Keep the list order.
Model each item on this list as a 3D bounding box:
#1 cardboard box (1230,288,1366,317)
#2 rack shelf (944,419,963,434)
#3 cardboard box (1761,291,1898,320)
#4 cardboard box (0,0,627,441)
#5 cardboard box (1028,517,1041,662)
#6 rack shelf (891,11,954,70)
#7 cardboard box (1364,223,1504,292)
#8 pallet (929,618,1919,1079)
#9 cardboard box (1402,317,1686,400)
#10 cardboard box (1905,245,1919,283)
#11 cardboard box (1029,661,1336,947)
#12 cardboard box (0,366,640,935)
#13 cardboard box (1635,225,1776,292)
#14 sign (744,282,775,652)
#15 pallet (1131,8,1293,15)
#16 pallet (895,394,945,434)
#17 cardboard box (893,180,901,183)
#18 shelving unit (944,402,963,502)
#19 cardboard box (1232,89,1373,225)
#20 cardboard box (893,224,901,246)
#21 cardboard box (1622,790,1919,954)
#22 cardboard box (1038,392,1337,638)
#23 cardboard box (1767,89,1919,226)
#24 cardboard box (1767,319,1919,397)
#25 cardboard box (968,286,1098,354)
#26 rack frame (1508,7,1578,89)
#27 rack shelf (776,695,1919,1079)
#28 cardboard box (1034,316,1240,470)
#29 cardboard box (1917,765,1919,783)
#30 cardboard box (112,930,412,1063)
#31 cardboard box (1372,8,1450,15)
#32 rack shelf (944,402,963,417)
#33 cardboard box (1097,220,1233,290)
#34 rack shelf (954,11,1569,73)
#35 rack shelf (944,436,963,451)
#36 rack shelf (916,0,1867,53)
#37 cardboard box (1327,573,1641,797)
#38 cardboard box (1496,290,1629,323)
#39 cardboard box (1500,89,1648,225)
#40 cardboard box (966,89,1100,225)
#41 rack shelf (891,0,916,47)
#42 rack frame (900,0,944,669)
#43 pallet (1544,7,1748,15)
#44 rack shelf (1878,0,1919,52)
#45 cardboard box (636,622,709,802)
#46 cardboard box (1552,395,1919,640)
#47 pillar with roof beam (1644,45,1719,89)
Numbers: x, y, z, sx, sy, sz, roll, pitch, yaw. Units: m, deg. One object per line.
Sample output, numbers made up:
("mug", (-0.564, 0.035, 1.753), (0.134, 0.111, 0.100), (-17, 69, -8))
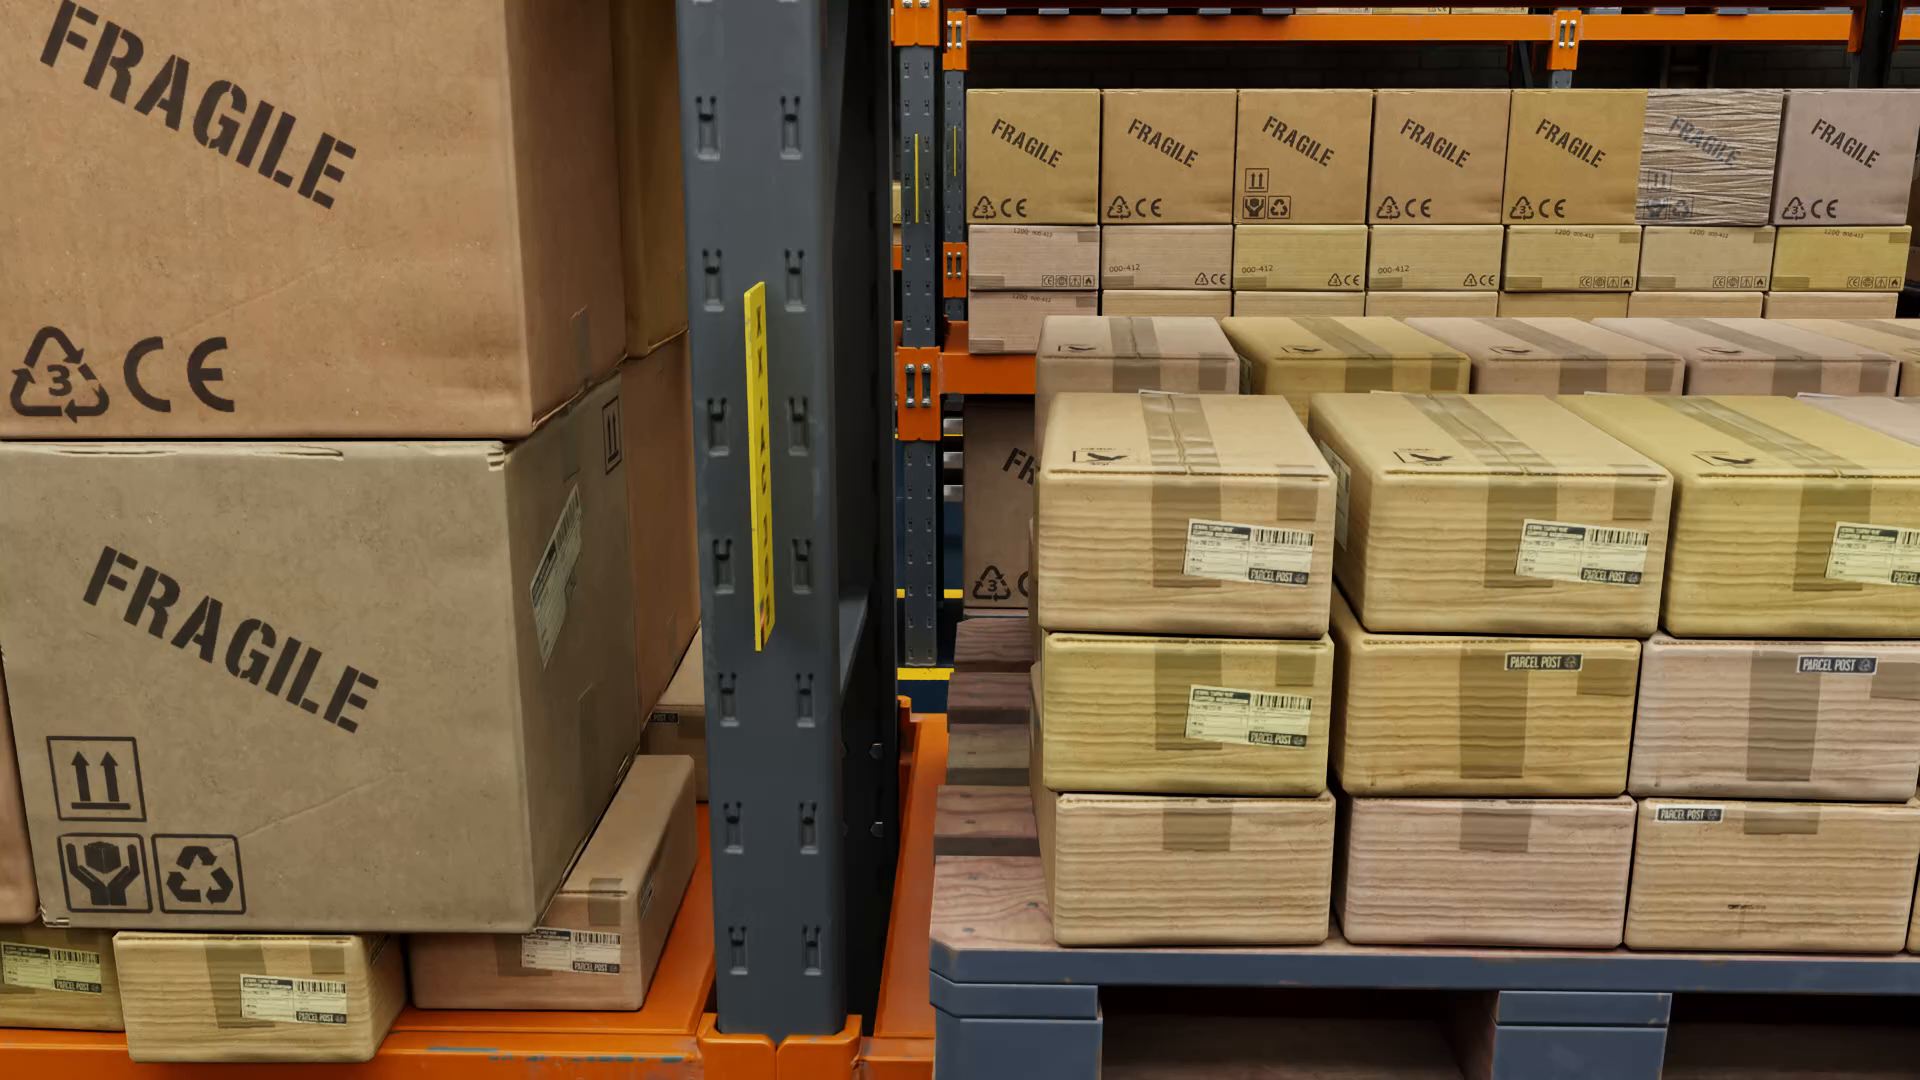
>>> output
("cardboard box", (1.312, -0.897, 6.653), (0.500, 0.250, 0.500), (0, 15, 1))
("rack shelf", (-0.008, -0.577, 8.688), (0.200, 0.077, 0.258), (0, 15, 1))
("cardboard box", (3.336, -0.888, 6.621), (0.500, 0.250, 0.500), (0, 15, -1))
("cardboard box", (-0.652, -0.396, 1.724), (0.500, 0.500, 0.500), (0, 15, -1))
("cardboard box", (0.227, 0.084, 2.312), (0.250, 0.149, 0.380), (0, 15, 0))
("rack shelf", (-2.026, -3.431, 11.495), (4.000, 0.370, 1.077), (0, 15, 1))
("cardboard box", (1.814, -1.135, 6.576), (0.500, 0.250, 0.500), (0, 15, 0))
("pallet", (0.585, 0.348, 2.017), (1.213, 0.211, 1.003), (0, 15, 1))
("cardboard box", (0.758, -0.199, 2.219), (0.250, 0.149, 0.380), (0, 15, 0))
("cardboard box", (4.182, -1.163, 7.038), (0.250, 0.149, 0.380), (1, 15, 3))
("cardboard box", (0.207, 0.252, 1.676), (0.250, 0.149, 0.380), (0, 15, -1))
("cardboard box", (-0.666, 0.090, 1.840), (0.500, 0.500, 0.500), (0, 15, 2))
("cardboard box", (2.845, -1.134, 6.571), (0.500, 0.250, 0.500), (0, 15, 0))
("sign", (-0.182, -0.067, 1.517), (0.005, 0.325, 0.100), (0, 15, 1))
("pallet", (1.660, -3.647, 11.272), (1.003, 0.211, 1.213), (0, 15, 1))
("pallet", (-0.714, -0.972, 12.111), (1.213, 0.211, 1.003), (0, 15, 1))
("cardboard box", (-0.515, -2.459, 11.991), (0.500, 0.250, 0.500), (0, 15, 1))
("shelving unit", (-0.008, -0.435, 8.725), (0.210, 0.900, 0.258), (0, 15, 1))
("cardboard box", (1.293, -1.505, 6.509), (0.500, 0.500, 0.500), (0, 15, 0))
("cardboard box", (-0.352, -2.132, 11.533), (0.250, 0.149, 0.380), (1, 15, 2))
("cardboard box", (0.734, 0.254, 1.665), (0.250, 0.149, 0.380), (0, 15, 2))
("cardboard box", (0.207, -0.036, 1.600), (0.250, 0.149, 0.380), (1, 15, 4))
("cardboard box", (3.325, -1.492, 6.460), (0.500, 0.500, 0.500), (0, 15, 0))
("cardboard box", (1.266, -0.195, 2.203), (0.250, 0.149, 0.380), (0, 15, 0))
("cardboard box", (0.283, -0.907, 6.692), (0.500, 0.250, 0.500), (0, 15, 0))
("rack frame", (3.972, -2.290, 11.638), (0.127, 3.000, 1.000), (0, 15, 1))
("rack shelf", (1.824, 0.574, 2.194), (4.000, 0.370, 1.077), (0, 15, 1))
("cardboard box", (0.231, -0.203, 2.233), (0.250, 0.149, 0.380), (1, 15, 4))
("cardboard box", (0.984, 0.112, 1.622), (0.250, 0.149, 0.380), (0, 15, -1))
("cardboard box", (-0.727, 0.419, 1.866), (0.250, 0.149, 0.380), (0, 15, 0))
("cardboard box", (2.950, -3.612, 11.064), (0.500, 0.250, 0.500), (0, 15, 2))
("rack shelf", (-0.008, -0.664, 8.665), (0.200, 0.077, 0.258), (0, 15, 1))
("cardboard box", (0.805, -1.148, 6.625), (0.500, 0.250, 0.500), (1, 15, 2))
("rack shelf", (1.972, -3.405, 11.397), (4.000, 0.370, 1.077), (0, 15, 1))
("rack shelf", (-0.008, -0.490, 8.711), (0.200, 0.077, 0.258), (0, 15, 1))
("rack shelf", (1.849, -2.139, 6.599), (4.000, 0.370, 1.077), (0, 15, 1))
("cardboard box", (0.466, 0.109, 1.633), (0.250, 0.149, 0.380), (0, 15, 0))
("cardboard box", (2.322, -0.895, 6.646), (0.500, 0.250, 0.500), (0, 15, 1))
("cardboard box", (2.316, -1.498, 6.483), (0.500, 0.500, 0.500), (0, 15, 1))
("cardboard box", (0.282, -1.505, 6.510), (0.500, 0.500, 0.500), (1, 15, 2))
("rack shelf", (-2.149, -2.165, 6.697), (4.000, 0.370, 1.077), (0, 15, 1))
("rack frame", (-0.150, -1.050, 6.939), (0.127, 3.000, 1.000), (0, 15, 1))
("pallet", (4.652, -3.667, 11.349), (1.003, 0.211, 1.213), (1, 15, 4))
("rack shelf", (5.848, -2.113, 6.500), (4.000, 0.370, 1.077), (0, 15, 1))
("cardboard box", (-0.450, 0.249, 2.507), (0.250, 0.149, 0.380), (1, 15, 3))
("cardboard box", (0.742, -0.034, 1.590), (0.250, 0.149, 0.380), (1, 15, 2))
("pillar with roof beam", (5.188, -4.314, 7.551), (0.400, 9.000, 9.100), (0, 15, 1))
